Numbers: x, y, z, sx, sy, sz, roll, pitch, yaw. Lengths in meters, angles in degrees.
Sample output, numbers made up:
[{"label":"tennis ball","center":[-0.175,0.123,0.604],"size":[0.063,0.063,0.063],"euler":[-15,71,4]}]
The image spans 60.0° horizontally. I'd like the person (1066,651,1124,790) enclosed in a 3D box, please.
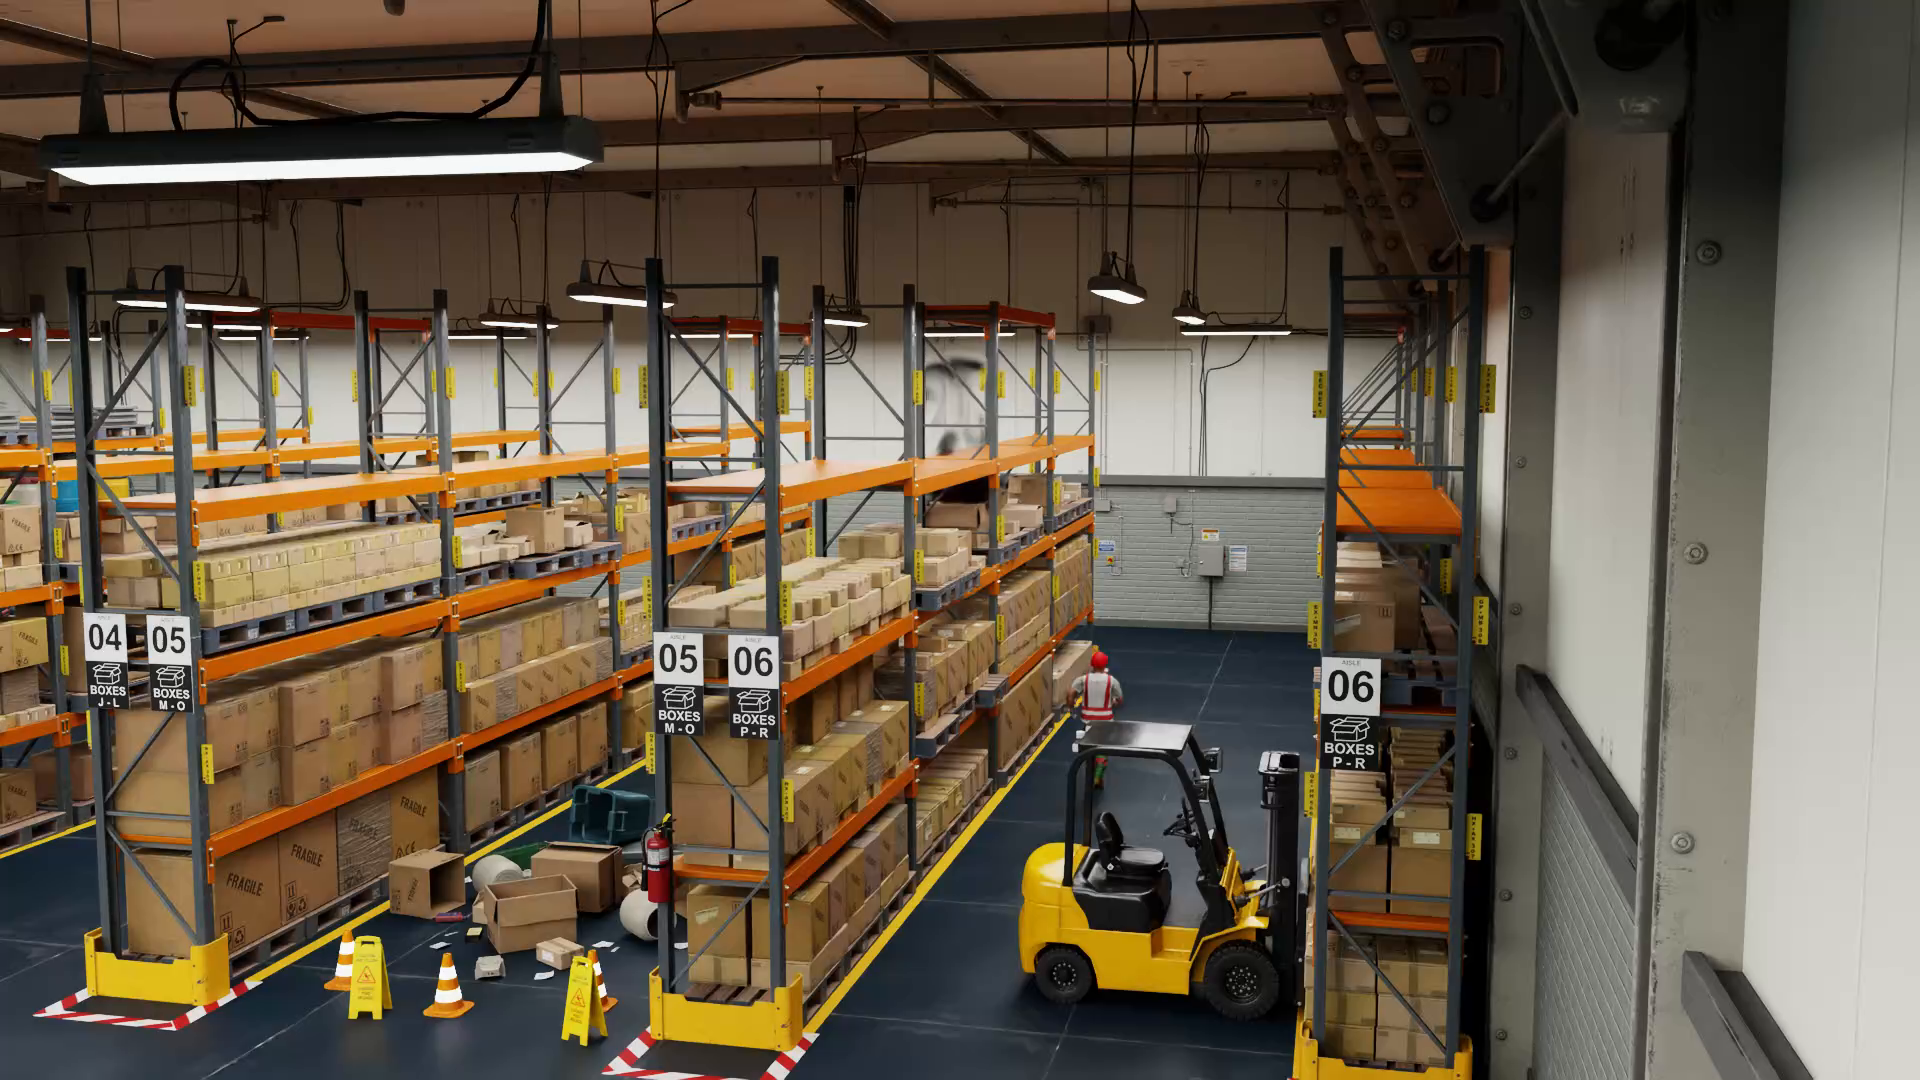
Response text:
[{"label":"person","center":[1.665,2.233,20.294],"size":[0.671,1.778,0.991],"euler":[1,6,14]}]
